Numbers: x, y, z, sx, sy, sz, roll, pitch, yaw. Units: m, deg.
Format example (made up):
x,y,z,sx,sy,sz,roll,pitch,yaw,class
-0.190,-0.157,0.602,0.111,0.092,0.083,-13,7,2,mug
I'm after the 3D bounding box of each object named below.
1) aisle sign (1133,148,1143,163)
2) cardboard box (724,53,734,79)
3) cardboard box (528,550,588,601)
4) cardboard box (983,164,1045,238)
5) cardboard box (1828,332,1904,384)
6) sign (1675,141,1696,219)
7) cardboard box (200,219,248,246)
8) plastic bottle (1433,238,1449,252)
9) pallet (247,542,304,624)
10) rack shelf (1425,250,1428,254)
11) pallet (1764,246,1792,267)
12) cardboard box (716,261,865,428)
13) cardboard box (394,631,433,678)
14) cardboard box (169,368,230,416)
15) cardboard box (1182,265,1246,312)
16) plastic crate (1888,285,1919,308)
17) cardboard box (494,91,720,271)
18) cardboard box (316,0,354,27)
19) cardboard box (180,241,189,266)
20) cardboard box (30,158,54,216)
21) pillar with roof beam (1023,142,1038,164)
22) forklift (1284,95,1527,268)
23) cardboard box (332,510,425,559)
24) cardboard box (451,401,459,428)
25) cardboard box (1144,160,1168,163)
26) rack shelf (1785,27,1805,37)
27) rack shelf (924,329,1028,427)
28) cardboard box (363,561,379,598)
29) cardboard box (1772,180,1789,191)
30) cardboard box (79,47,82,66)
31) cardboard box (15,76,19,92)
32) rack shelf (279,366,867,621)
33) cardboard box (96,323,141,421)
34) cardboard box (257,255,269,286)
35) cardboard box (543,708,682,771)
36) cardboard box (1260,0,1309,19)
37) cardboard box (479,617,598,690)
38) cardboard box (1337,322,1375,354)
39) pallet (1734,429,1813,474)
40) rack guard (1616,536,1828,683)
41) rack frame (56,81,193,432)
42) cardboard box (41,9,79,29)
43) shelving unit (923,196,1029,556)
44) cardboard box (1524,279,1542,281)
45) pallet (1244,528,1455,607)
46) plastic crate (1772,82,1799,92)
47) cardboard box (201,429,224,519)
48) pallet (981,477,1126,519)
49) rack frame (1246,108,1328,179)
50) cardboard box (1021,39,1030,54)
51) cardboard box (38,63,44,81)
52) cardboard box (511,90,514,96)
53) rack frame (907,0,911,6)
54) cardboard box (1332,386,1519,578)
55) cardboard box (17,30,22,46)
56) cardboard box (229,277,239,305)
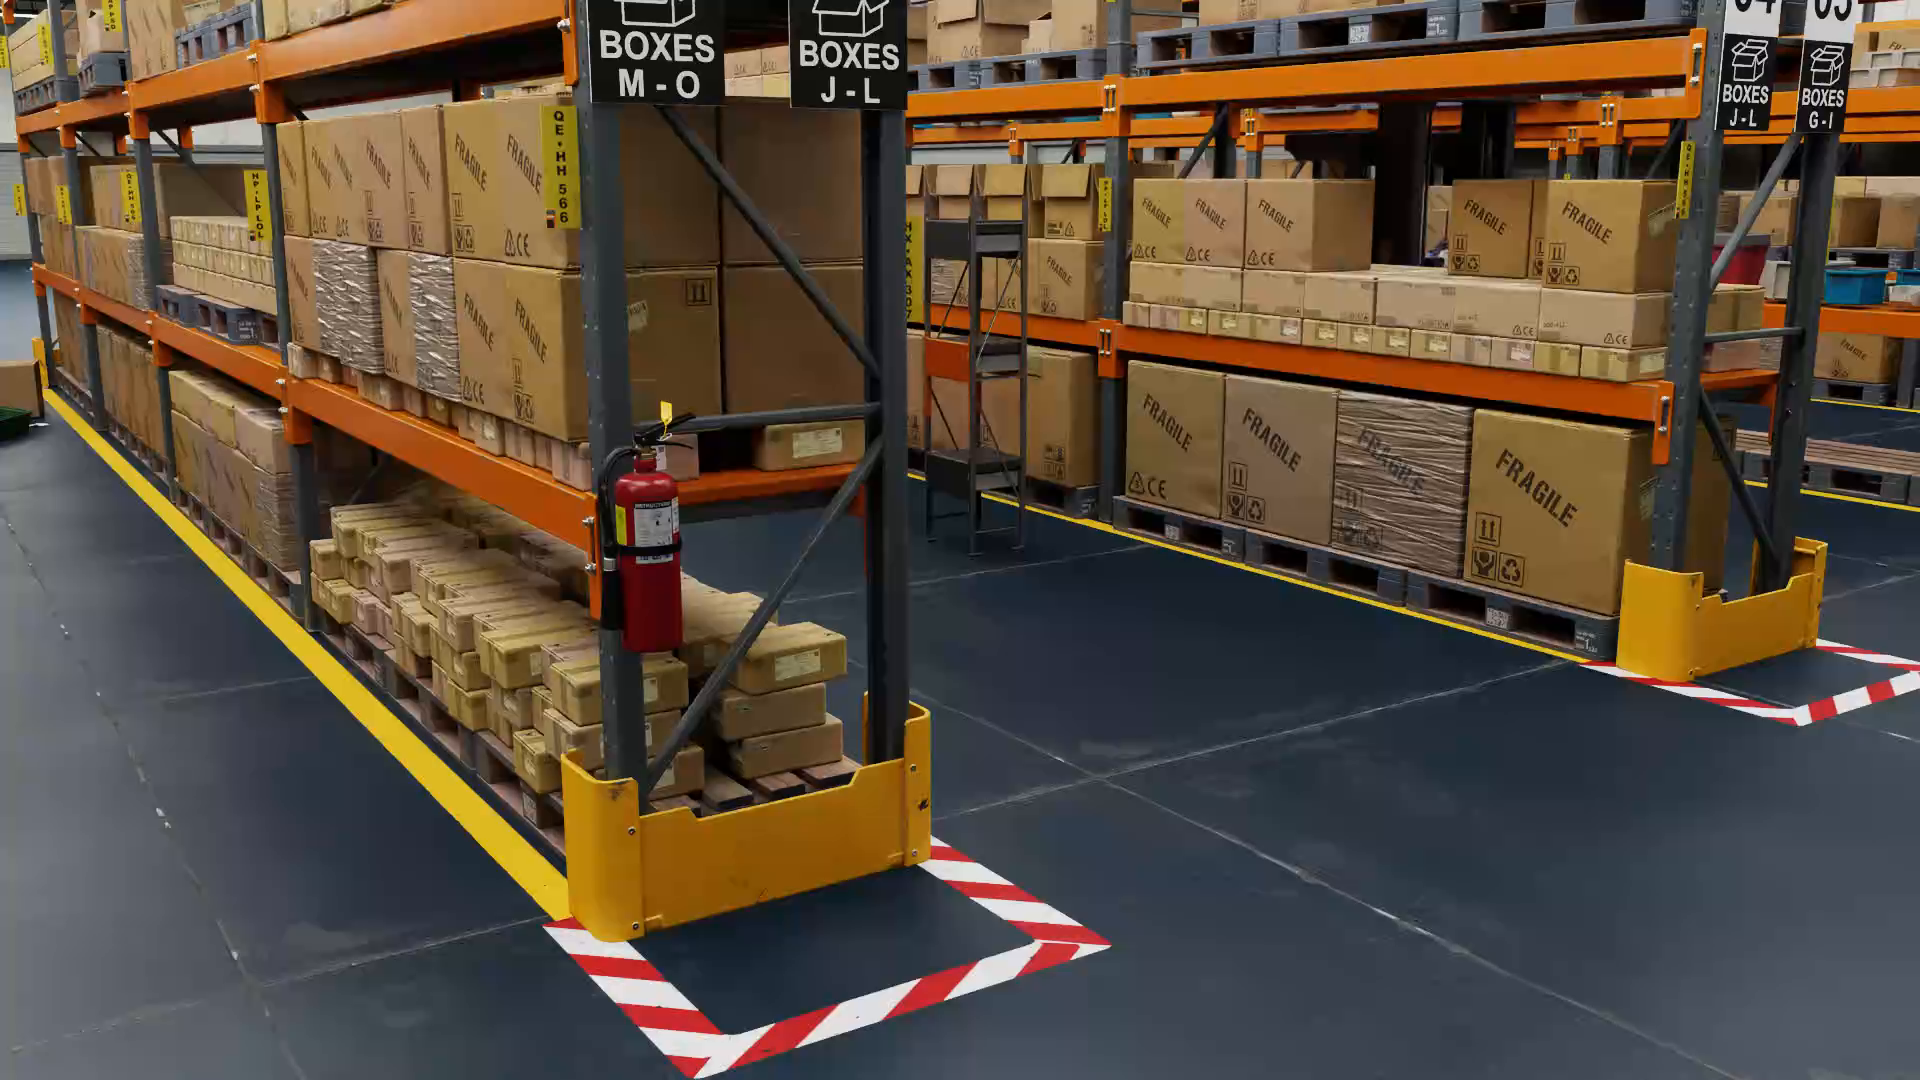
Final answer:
x,y,z,sx,sy,sz,roll,pitch,yaw,class
2.666,-6.187,25.548,0.394,0.787,0.004,-8,15,-33,aisle sign
-1.886,-4.341,14.764,0.500,0.500,0.500,-8,15,-32,cardboard box
-1.584,0.143,6.983,0.380,0.149,0.250,-8,15,-33,cardboard box
0.626,-2.411,11.782,0.797,0.503,0.637,-8,15,-32,cardboard box
9.094,-1.855,16.645,0.500,0.500,0.500,-8,15,-33,cardboard box
3.114,-1.544,7.136,0.100,0.325,0.005,-8,15,-33,sign
-4.368,-1.859,10.055,0.380,0.149,0.250,-7,14,-30,cardboard box
4.530,-2.651,15.580,0.144,0.351,0.185,-8,15,-33,plastic bottle
-3.260,0.157,9.148,1.003,0.211,1.213,-8,15,-33,pallet
6.282,-3.523,21.136,1.077,0.370,4.000,-8,15,-33,rack shelf
8.471,-3.080,17.874,1.003,0.211,1.213,-8,15,-33,pallet
-0.630,-0.662,5.437,0.500,0.500,0.500,-7,14,-30,cardboard box
-2.141,0.450,6.974,0.380,0.149,0.250,-9,15,-34,cardboard box
-4.863,-0.977,10.921,0.500,0.250,0.500,-9,15,-35,cardboard box
1.671,-1.504,9.874,0.500,0.250,0.500,-8,15,-33,cardboard box
6.592,-1.685,11.523,0.298,0.136,0.250,-8,15,-33,plastic crate
-1.072,-1.090,5.053,0.500,0.500,0.500,-8,15,-34,cardboard box
-2.234,-2.162,6.558,0.500,0.250,0.500,-7,14,-30,cardboard box
-4.791,-1.848,10.700,0.380,0.149,0.250,-7,14,-30,cardboard box
-8.724,-3.528,16.597,0.875,0.550,0.550,-8,15,-33,cardboard box
-2.045,-10.062,35.310,9.100,9.000,0.548,-8,15,-33,pillar with roof beam
2.863,-1.699,11.268,1.130,2.935,3.031,-6,14,-26,forklift
-2.706,-0.028,7.766,0.380,0.149,0.250,-7,14,-30,cardboard box
-1.668,-0.497,6.199,0.380,0.149,0.250,-9,15,-35,cardboard box
3.235,-5.530,25.359,0.700,0.500,0.500,-8,15,-33,cardboard box
10.404,-6.846,23.222,1.077,0.370,4.000,-8,15,-33,rack shelf
0.092,-0.983,10.006,0.431,0.518,0.480,-8,15,-33,rack shelf
-2.513,0.151,7.642,0.380,0.149,0.250,-8,15,-33,cardboard box
11.105,-4.800,22.507,0.380,0.149,0.250,-11,17,-42,cardboard box
-6.700,-3.806,13.094,0.380,0.149,0.250,-8,15,-33,cardboard box
-9.411,-4.653,16.969,0.380,0.149,0.250,-8,15,-32,cardboard box
-1.720,-0.359,6.668,1.077,0.370,4.000,-8,15,-33,rack shelf
-6.841,-1.496,14.463,1.050,0.750,0.750,-8,15,-33,cardboard box
-3.495,-1.433,8.802,0.380,0.149,0.250,-7,14,-30,cardboard box
-1.142,0.627,5.468,0.380,0.149,0.250,-9,15,-34,cardboard box
2.135,-3.176,9.390,0.700,0.500,0.500,-7,14,-30,cardboard box
-1.456,0.395,5.832,0.380,0.149,0.250,-8,15,-34,cardboard box
2.255,-1.098,8.949,0.380,0.149,0.250,-8,15,-32,cardboard box
5.920,-0.734,13.222,1.003,0.211,1.213,-8,15,-33,pallet
3.587,0.301,7.815,1.175,0.500,0.348,-8,15,-33,rack guard
-7.260,-2.489,14.724,1.000,3.000,0.127,-8,15,-33,rack frame
-7.728,-4.503,14.415,0.380,0.149,0.250,-8,15,-33,cardboard box
0.092,-0.996,10.003,0.431,2.100,0.503,-8,15,-33,shelving unit
3.239,-1.205,8.507,0.500,0.250,0.500,-8,15,-33,cardboard box
2.394,0.088,9.464,1.003,0.211,1.213,-8,15,-33,pallet
5.941,-3.370,12.036,0.497,0.269,0.590,-8,15,-33,plastic crate
-4.295,-0.426,10.158,0.500,0.500,0.500,-9,15,-34,cardboard box
0.867,-0.402,11.705,1.003,0.211,1.213,-8,15,-33,pallet
3.264,-2.933,16.754,1.000,3.000,0.127,-8,15,-33,rack frame
0.657,-3.466,11.774,0.380,0.149,0.250,-9,15,-35,cardboard box
-8.154,-4.249,15.120,0.380,0.149,0.250,-8,15,-33,cardboard box
-5.026,-5.193,19.481,0.380,0.149,0.250,-8,15,-34,cardboard box
-0.859,-5.278,13.432,1.000,3.000,0.127,-8,15,-33,rack frame
2.648,-0.358,8.967,0.875,0.875,0.875,-8,15,-33,cardboard box
-8.994,-4.909,16.272,0.380,0.149,0.250,-8,15,-34,cardboard box
-3.937,-1.428,9.473,0.380,0.149,0.250,-7,14,-30,cardboard box
